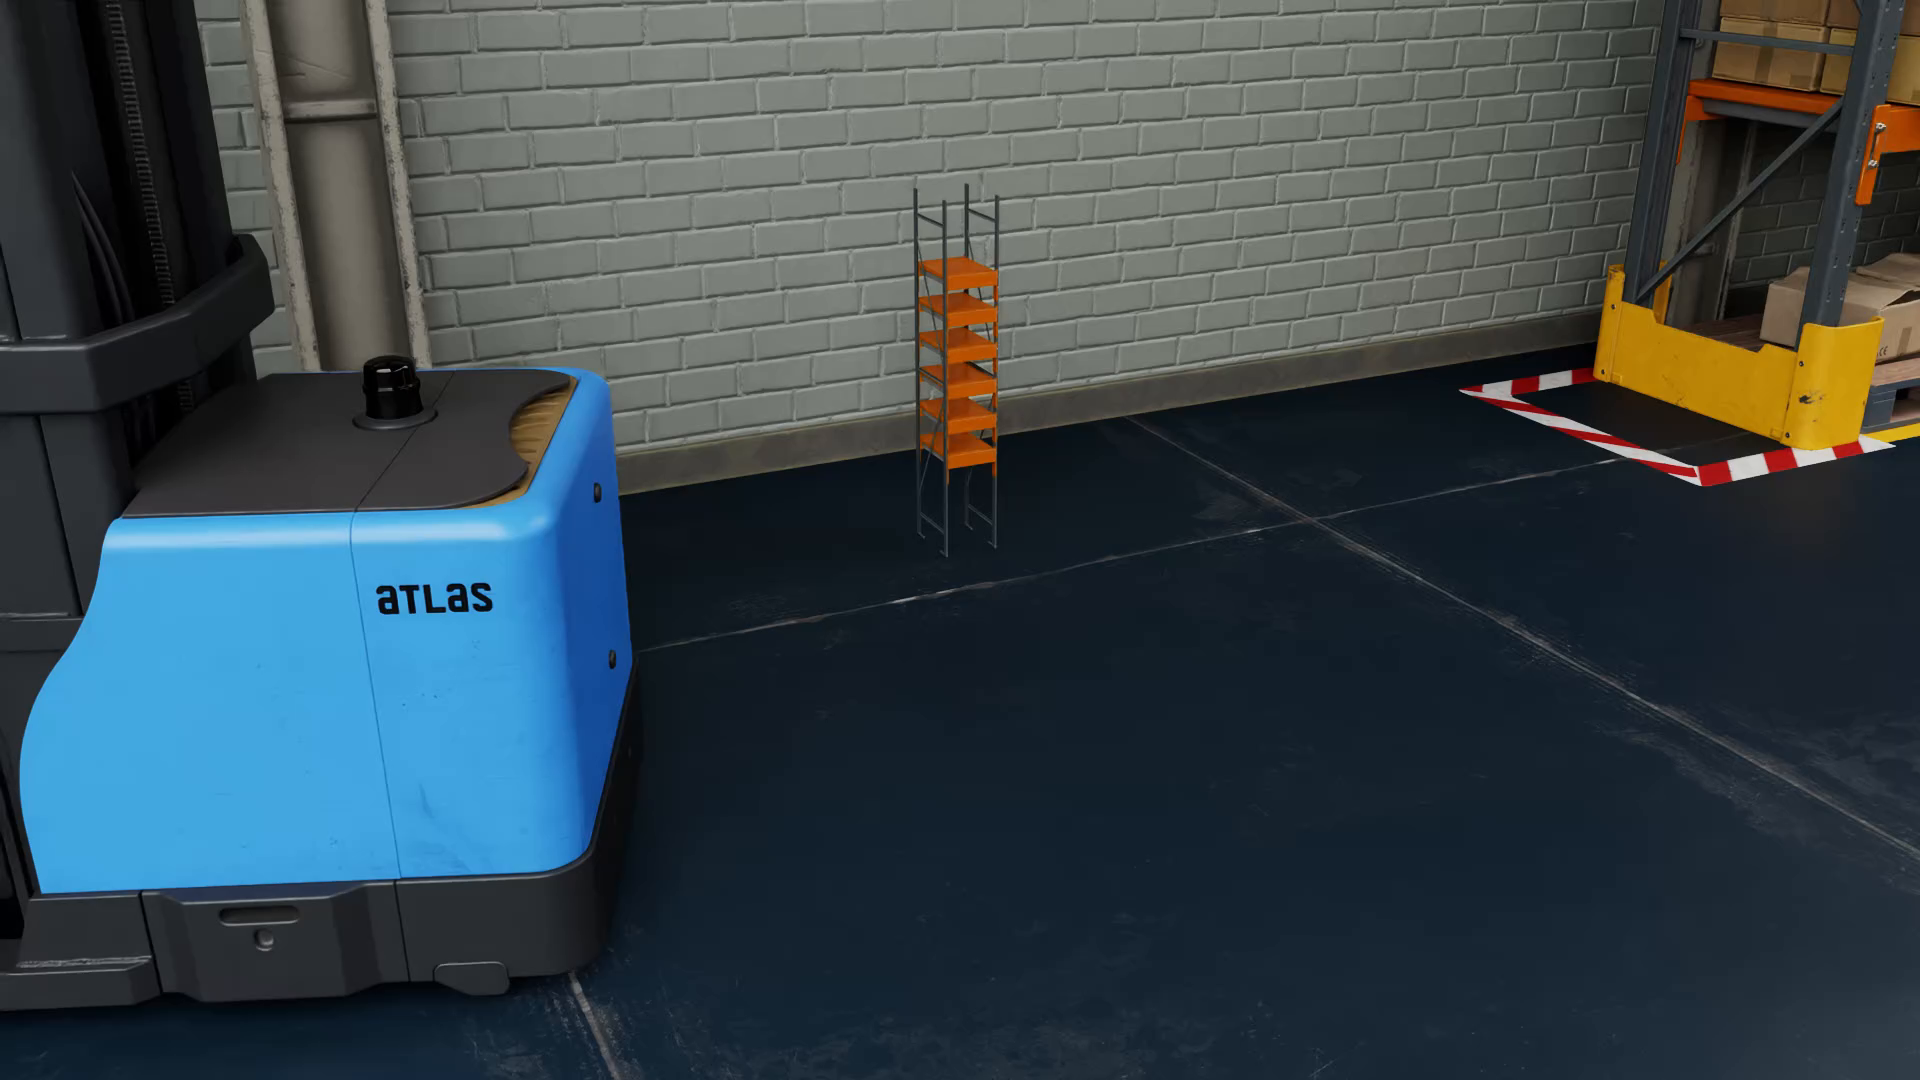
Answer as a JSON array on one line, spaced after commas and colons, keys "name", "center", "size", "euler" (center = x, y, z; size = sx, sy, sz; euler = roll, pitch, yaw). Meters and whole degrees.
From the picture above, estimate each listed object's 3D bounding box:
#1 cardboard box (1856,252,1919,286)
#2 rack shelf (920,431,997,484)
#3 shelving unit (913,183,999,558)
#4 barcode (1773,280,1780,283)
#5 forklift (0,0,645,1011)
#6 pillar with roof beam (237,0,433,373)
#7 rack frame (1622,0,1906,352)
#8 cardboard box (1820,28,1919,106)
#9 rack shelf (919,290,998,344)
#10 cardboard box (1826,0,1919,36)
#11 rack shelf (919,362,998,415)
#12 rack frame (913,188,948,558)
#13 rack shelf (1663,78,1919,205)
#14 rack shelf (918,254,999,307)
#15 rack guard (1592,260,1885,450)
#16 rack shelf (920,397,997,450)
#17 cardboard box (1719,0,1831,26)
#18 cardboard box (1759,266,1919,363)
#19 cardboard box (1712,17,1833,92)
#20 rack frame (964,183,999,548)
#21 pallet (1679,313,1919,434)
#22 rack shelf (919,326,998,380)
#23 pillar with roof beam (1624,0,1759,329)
[{"name": "cardboard box", "center": [4.364, -1.090, 7.402], "size": [0.500, 0.311, 0.500], "euler": [-8, 24, -19]}, {"name": "rack shelf", "center": [-0.013, -0.289, 5.624], "size": [0.180, 0.103, 0.258], "euler": [-10, 25, -24]}, {"name": "shelving unit", "center": [-0.013, -0.552, 5.515], "size": [0.189, 1.200, 0.258], "euler": [-10, 25, -24]}, {"name": "barcode", "center": [3.693, -1.141, 7.512], "size": [0.075, 0.075, 0.001], "euler": [-10, 25, -24]}, {"name": "forklift", "center": [-2.291, -0.555, 3.258], "size": [3.031, 2.935, 1.130], "euler": [-2, 23, -4]}, {"name": "pillar with roof beam", "center": [-0.096, -2.658, 0.406], "size": [0.400, 9.000, 9.100], "euler": [-10, 25, -24]}, {"name": "rack frame", "center": [3.188, -1.951, 6.541], "size": [0.127, 3.000, 1.000], "euler": [-10, 25, -24]}, {"name": "cardboard box", "center": [3.765, -1.863, 6.498], "size": [0.500, 0.250, 0.500], "euler": [-11, 25, -25]}, {"name": "rack shelf", "center": [-0.013, -0.733, 5.440], "size": [0.180, 0.103, 0.258], "euler": [-10, 25, -24]}, {"name": "cardboard box", "center": [3.749, -2.213, 6.364], "size": [0.500, 0.500, 0.500], "euler": [-10, 25, -24]}, {"name": "rack shelf", "center": [-0.013, -0.511, 5.532], "size": [0.180, 0.103, 0.258], "euler": [-10, 25, -24]}, {"name": "rack frame", "center": [-0.095, -0.537, 5.478], "size": [0.006, 1.200, 0.240], "euler": [-10, 25, -24]}, {"name": "rack shelf", "center": [4.990, -1.950, 7.481], "size": [4.000, 0.370, 1.077], "euler": [-10, 25, -24]}, {"name": "rack shelf", "center": [-0.013, -0.844, 5.394], "size": [0.180, 0.103, 0.258], "euler": [-10, 25, -24]}, {"name": "rack guard", "center": [3.257, -0.809, 7.050], "size": [0.348, 0.500, 1.175], "euler": [-10, 25, -24]}, {"name": "rack shelf", "center": [-0.013, -0.400, 5.578], "size": [0.180, 0.103, 0.258], "euler": [-10, 25, -24]}, {"name": "cardboard box", "center": [3.521, -2.389, 6.789], "size": [0.500, 0.500, 0.500], "euler": [-11, 25, -24]}, {"name": "cardboard box", "center": [3.851, -0.996, 7.174], "size": [0.500, 0.311, 0.500], "euler": [-14, 26, -30]}, {"name": "cardboard box", "center": [3.525, -2.035, 6.915], "size": [0.500, 0.250, 0.500], "euler": [-10, 25, -23]}, {"name": "rack frame", "center": [0.069, -0.567, 5.551], "size": [0.006, 1.200, 0.240], "euler": [-10, 25, -24]}, {"name": "pallet", "center": [4.004, -0.798, 7.401], "size": [1.213, 0.211, 1.003], "euler": [-10, 25, -24]}, {"name": "rack shelf", "center": [-0.013, -0.622, 5.486], "size": [0.180, 0.103, 0.258], "euler": [-10, 25, -24]}, {"name": "pillar with roof beam", "center": [5.311, -3.654, 2.811], "size": [0.400, 9.000, 9.100], "euler": [-10, 25, -24]}]
